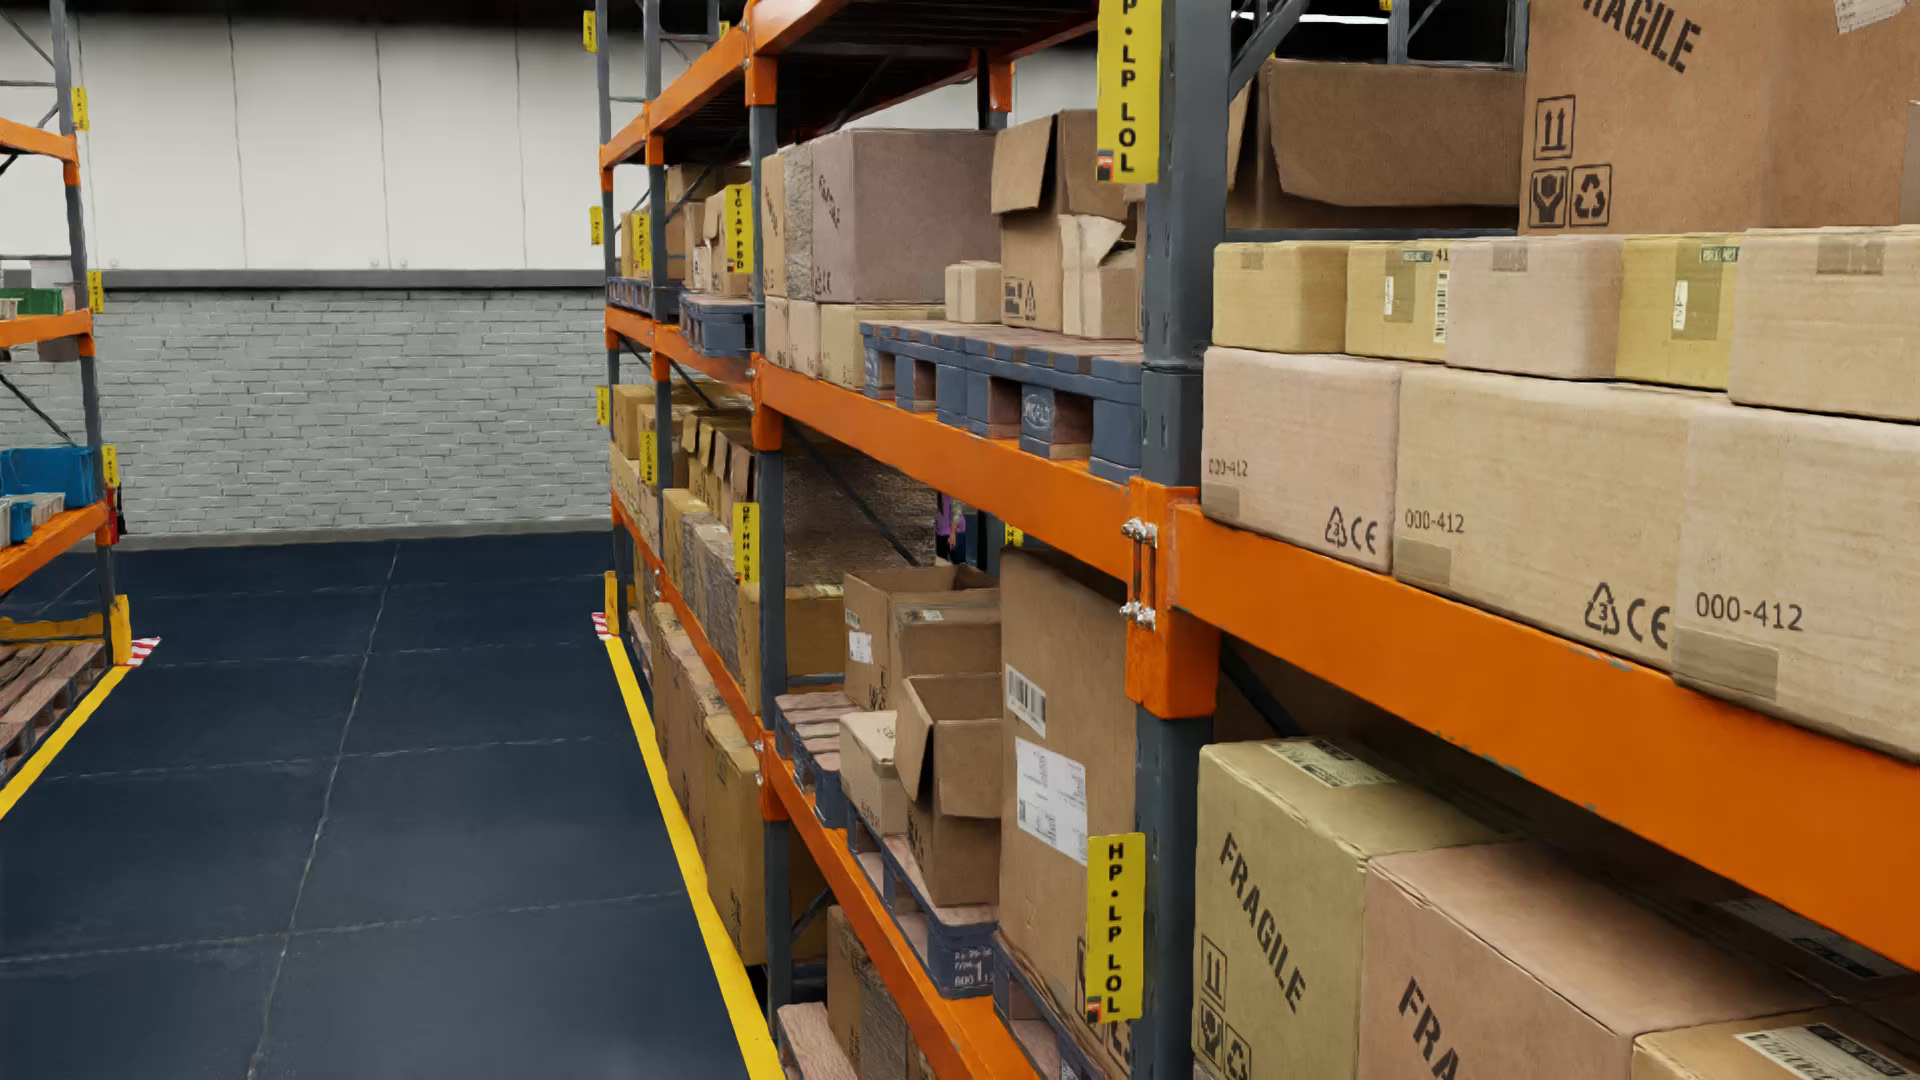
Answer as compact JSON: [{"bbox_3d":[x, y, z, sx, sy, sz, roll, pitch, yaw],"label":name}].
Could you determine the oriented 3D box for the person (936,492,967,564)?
[{"bbox_3d":[-0.116,-0.075,14.801,0.584,1.583,0.634,-4,10,-24],"label":"person"}]
